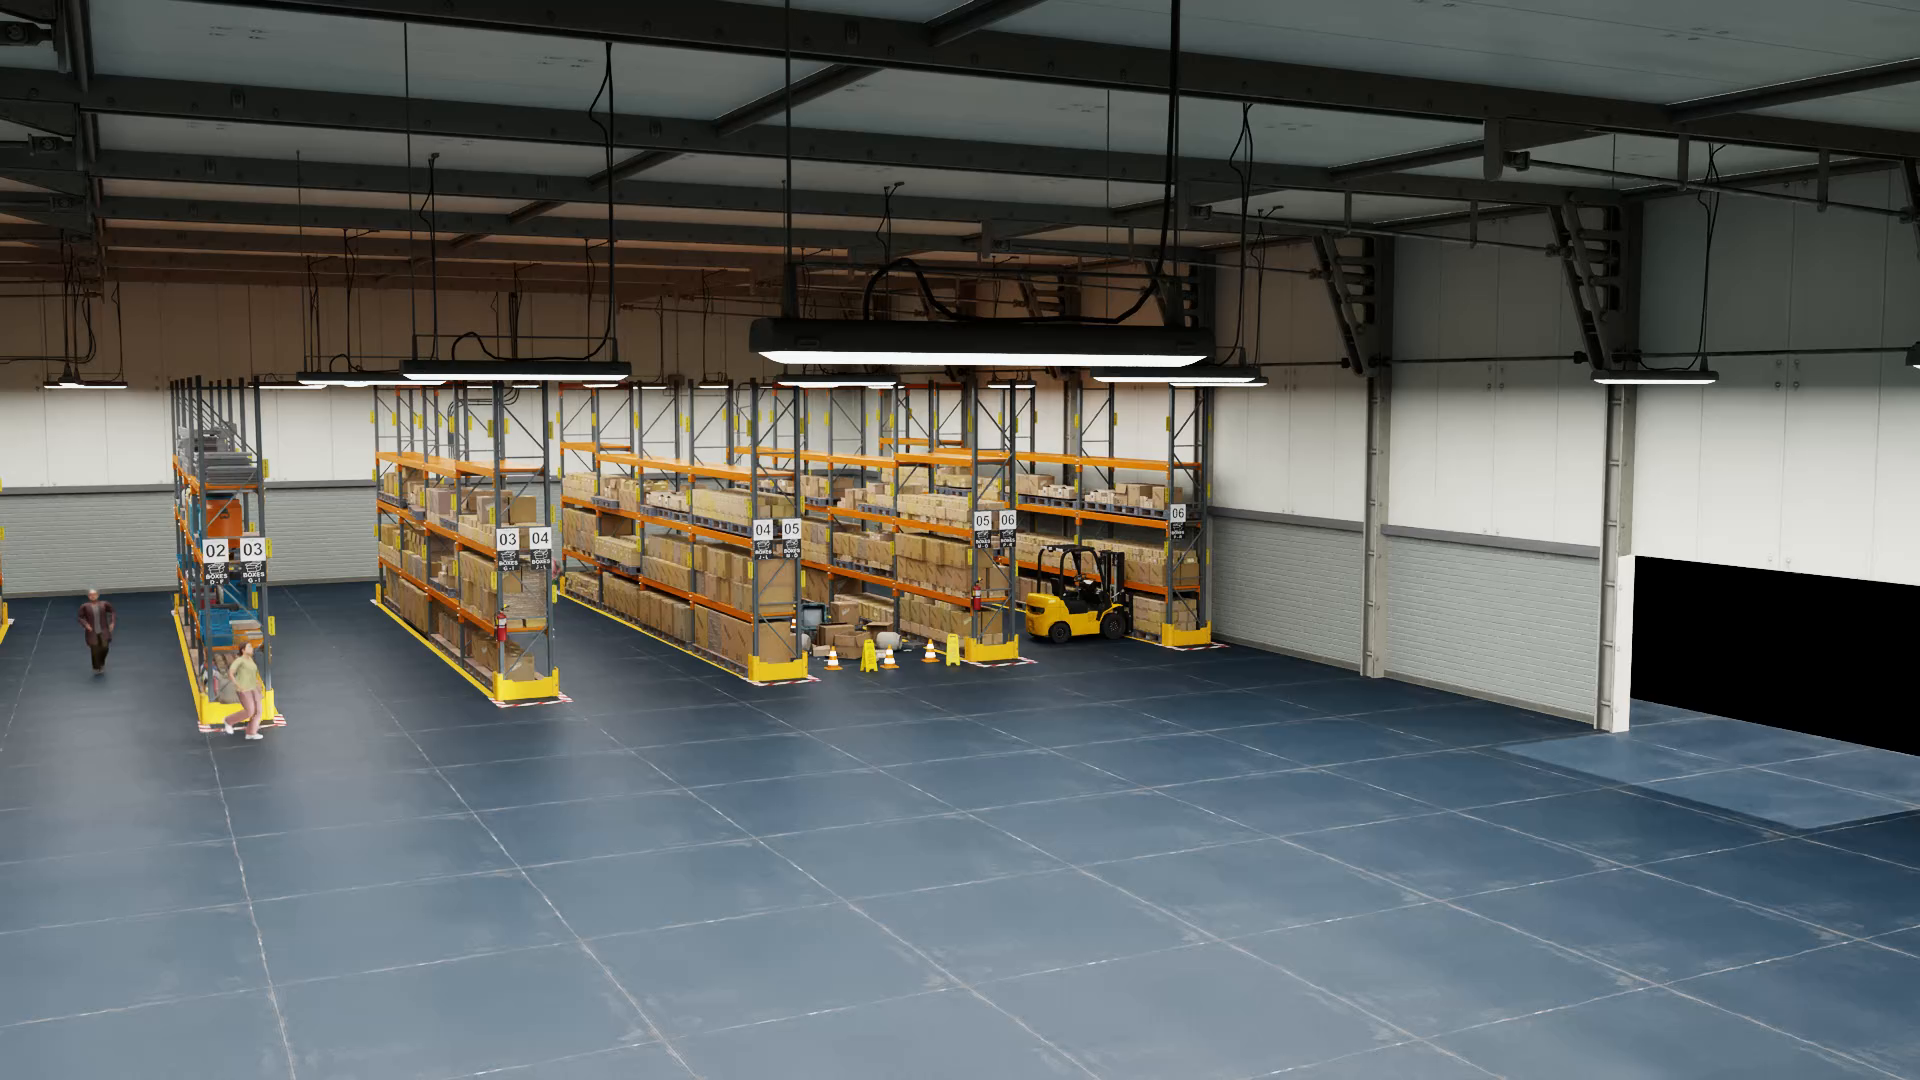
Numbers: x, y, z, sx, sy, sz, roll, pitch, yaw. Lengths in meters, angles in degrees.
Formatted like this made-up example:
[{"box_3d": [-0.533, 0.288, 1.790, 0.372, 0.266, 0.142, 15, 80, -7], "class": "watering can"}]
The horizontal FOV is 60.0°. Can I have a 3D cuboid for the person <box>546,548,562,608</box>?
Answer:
[{"box_3d": [-10.595, 1.044, 42.931, 0.664, 1.739, 0.590, -2, 6, -24], "class": "person"}]

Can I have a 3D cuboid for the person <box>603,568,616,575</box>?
[{"box_3d": [-10.471, 0.544, 49.065, 0.925, 1.668, 0.616, -3, 6, -28], "class": "person"}]

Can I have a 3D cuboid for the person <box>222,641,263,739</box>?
[{"box_3d": [-11.826, 2.470, 27.473, 0.671, 1.618, 0.611, 1, 5, 6], "class": "person"}]

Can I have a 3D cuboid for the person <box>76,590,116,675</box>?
[{"box_3d": [-17.423, 1.867, 33.582, 0.722, 1.735, 0.660, -3, 6, -30], "class": "person"}]
